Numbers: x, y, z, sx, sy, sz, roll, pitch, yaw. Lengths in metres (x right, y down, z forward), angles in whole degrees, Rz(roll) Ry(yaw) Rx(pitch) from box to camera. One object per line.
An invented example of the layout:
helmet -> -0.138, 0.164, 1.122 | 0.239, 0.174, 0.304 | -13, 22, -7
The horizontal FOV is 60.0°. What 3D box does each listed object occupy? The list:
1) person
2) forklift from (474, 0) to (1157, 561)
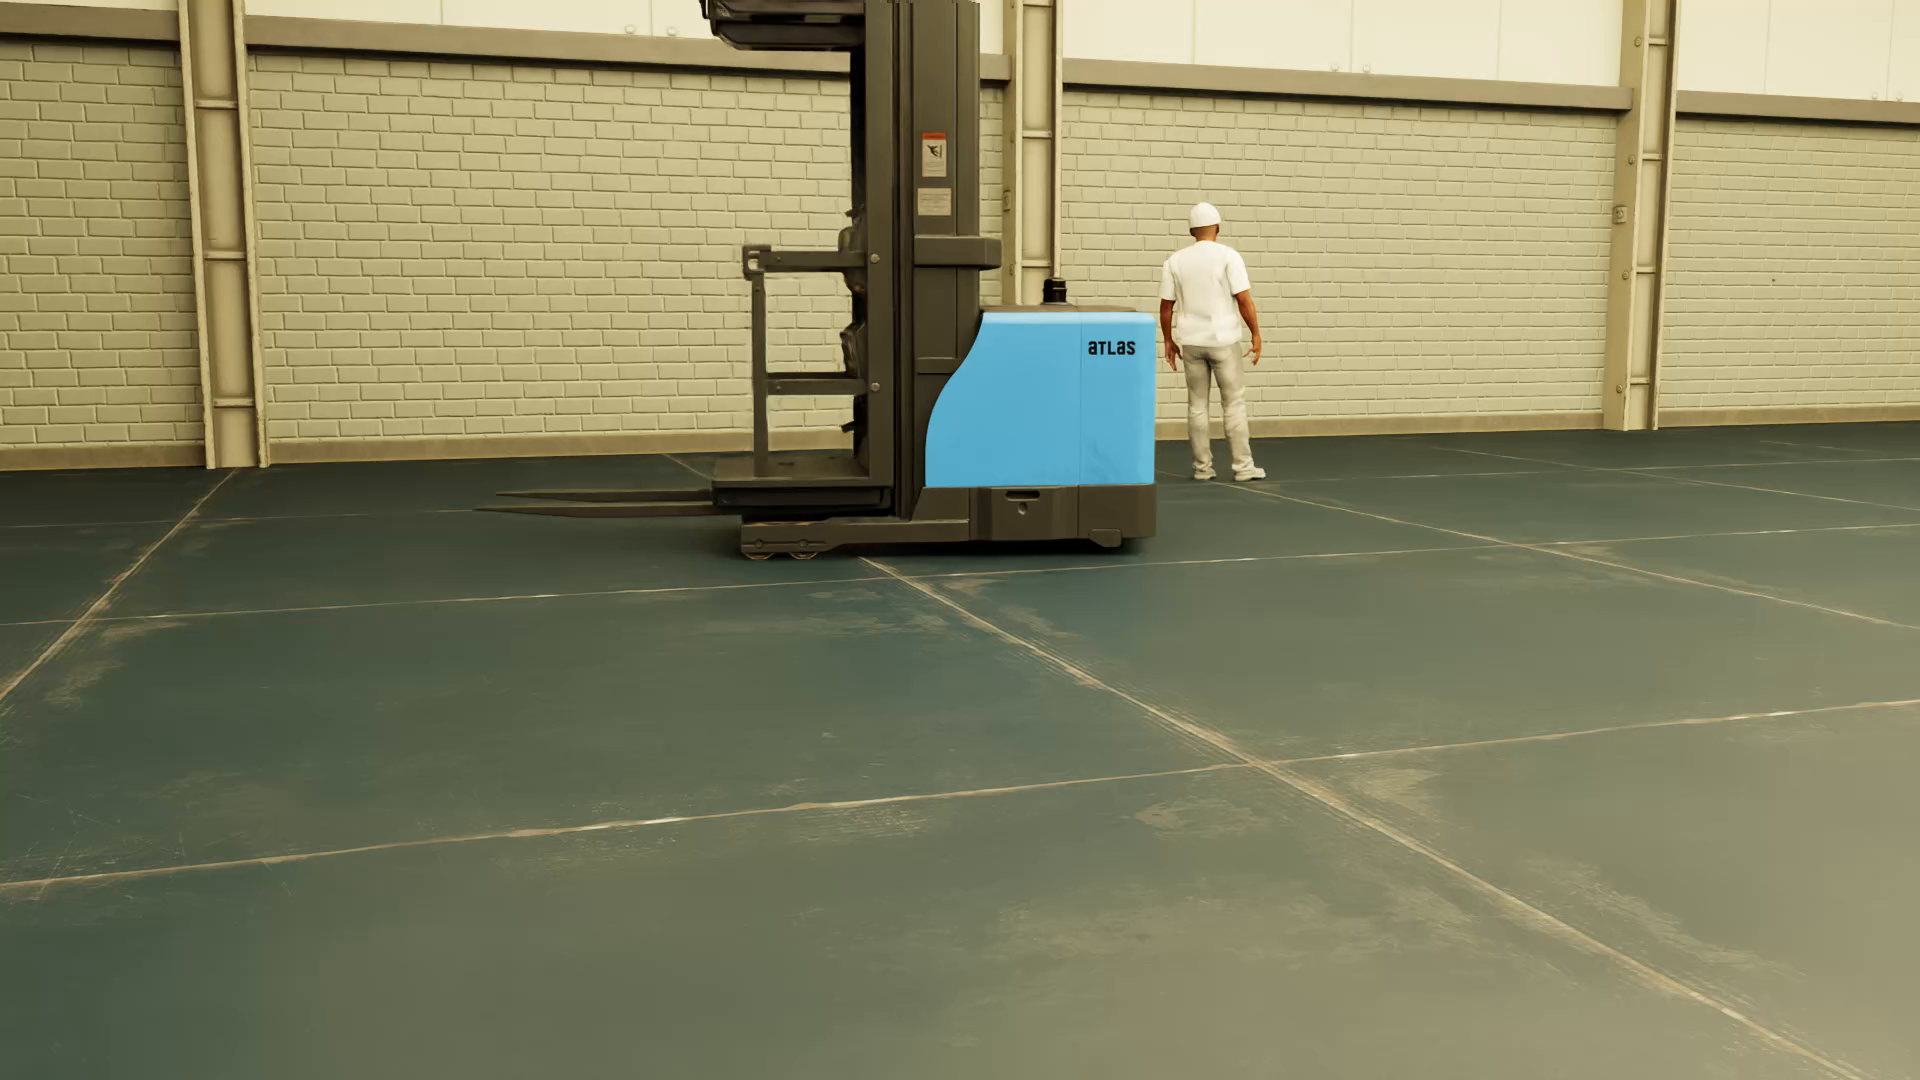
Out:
person -> 1.636, -1.273, 10.707 | 0.664, 1.770, 0.549 | 5, 9, 31
forklift -> -0.666, -1.437, 7.614 | 3.031, 2.935, 1.130 | -1, 8, -7
